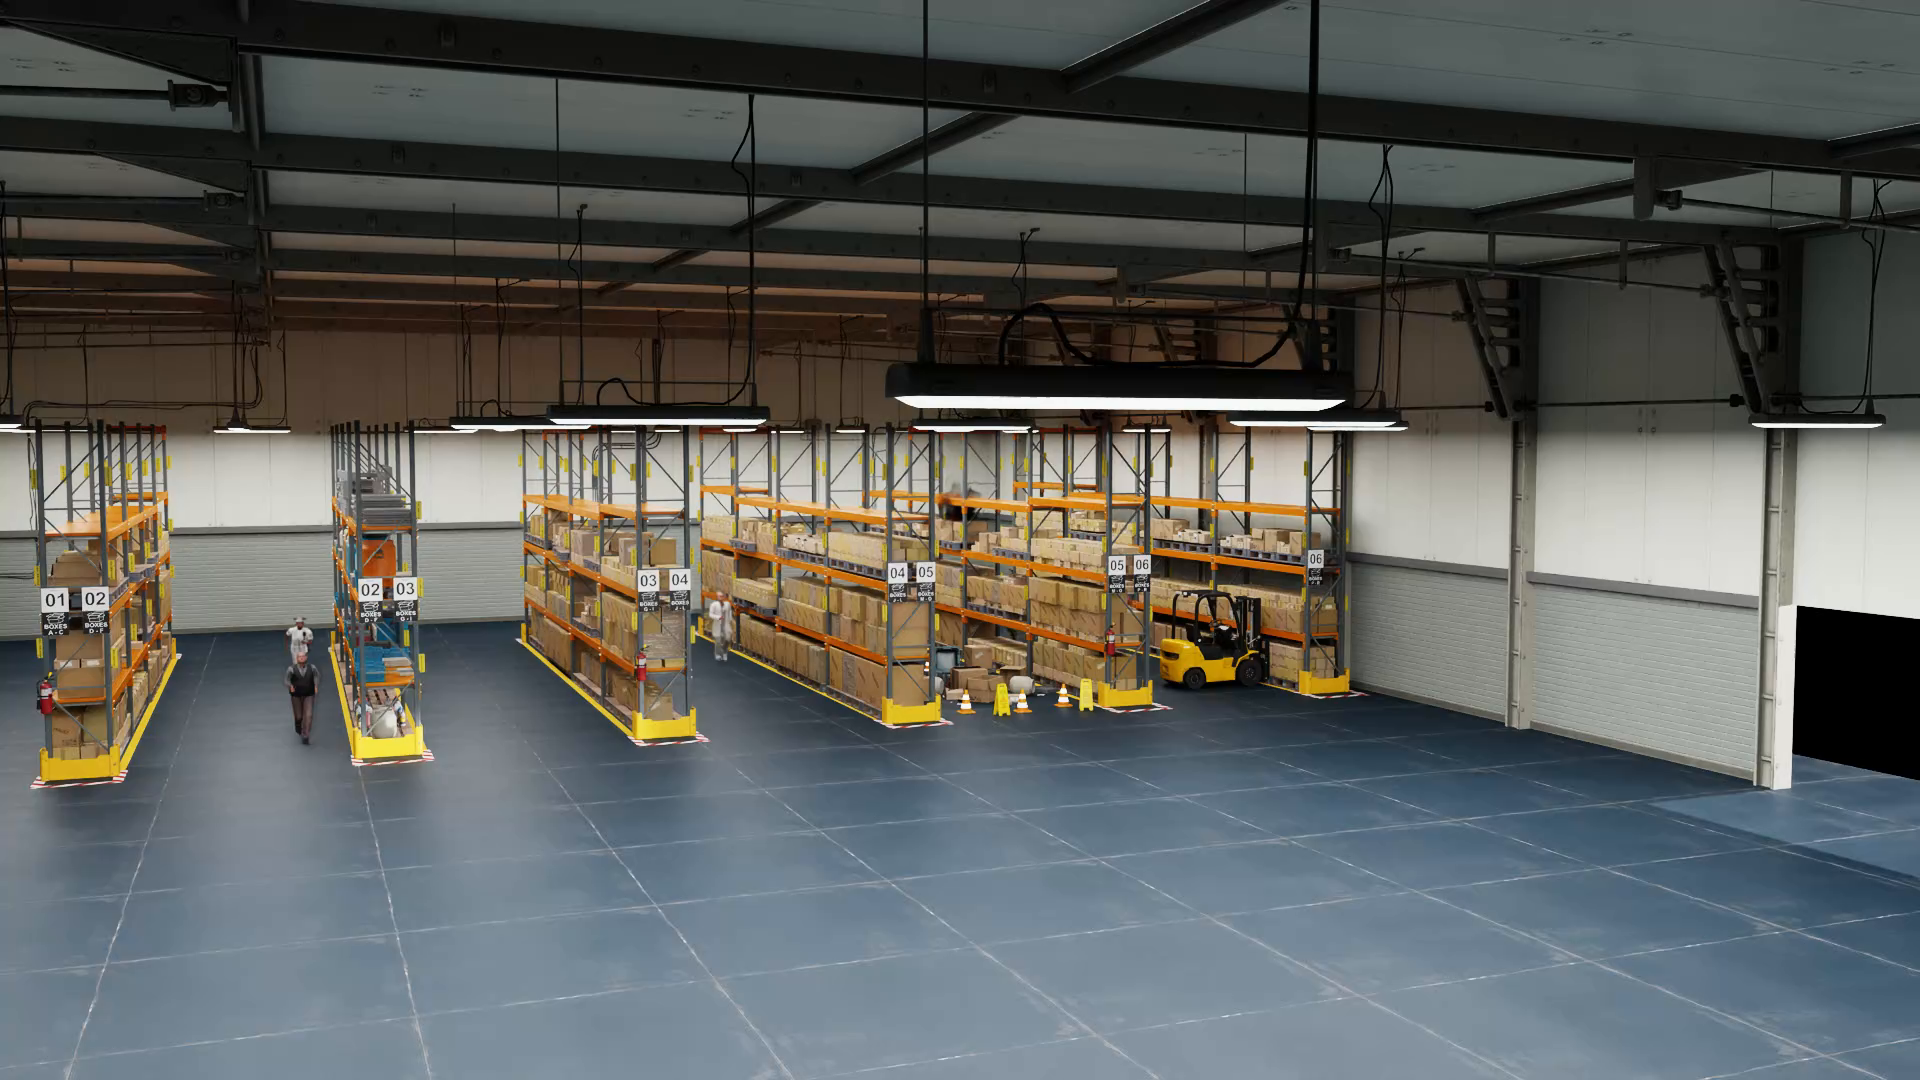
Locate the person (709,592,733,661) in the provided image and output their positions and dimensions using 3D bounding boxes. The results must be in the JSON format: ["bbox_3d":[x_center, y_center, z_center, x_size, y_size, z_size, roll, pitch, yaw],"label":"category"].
[{"bbox_3d":[-6.049,2.205,42.233,0.672,1.771,0.816,-2,4,-25],"label":"person"}]

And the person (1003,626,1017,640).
[{"bbox_3d":[1.426,1.977,46.049,0.636,1.744,0.532,-2,4,-27],"label":"person"}]

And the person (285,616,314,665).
[{"bbox_3d":[-14.824,2.559,37.343,0.599,1.736,0.832,-1,4,-21],"label":"person"}]

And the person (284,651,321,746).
[{"bbox_3d":[-12.292,2.938,31.110,0.662,1.719,0.864,-2,4,-25],"label":"person"}]
